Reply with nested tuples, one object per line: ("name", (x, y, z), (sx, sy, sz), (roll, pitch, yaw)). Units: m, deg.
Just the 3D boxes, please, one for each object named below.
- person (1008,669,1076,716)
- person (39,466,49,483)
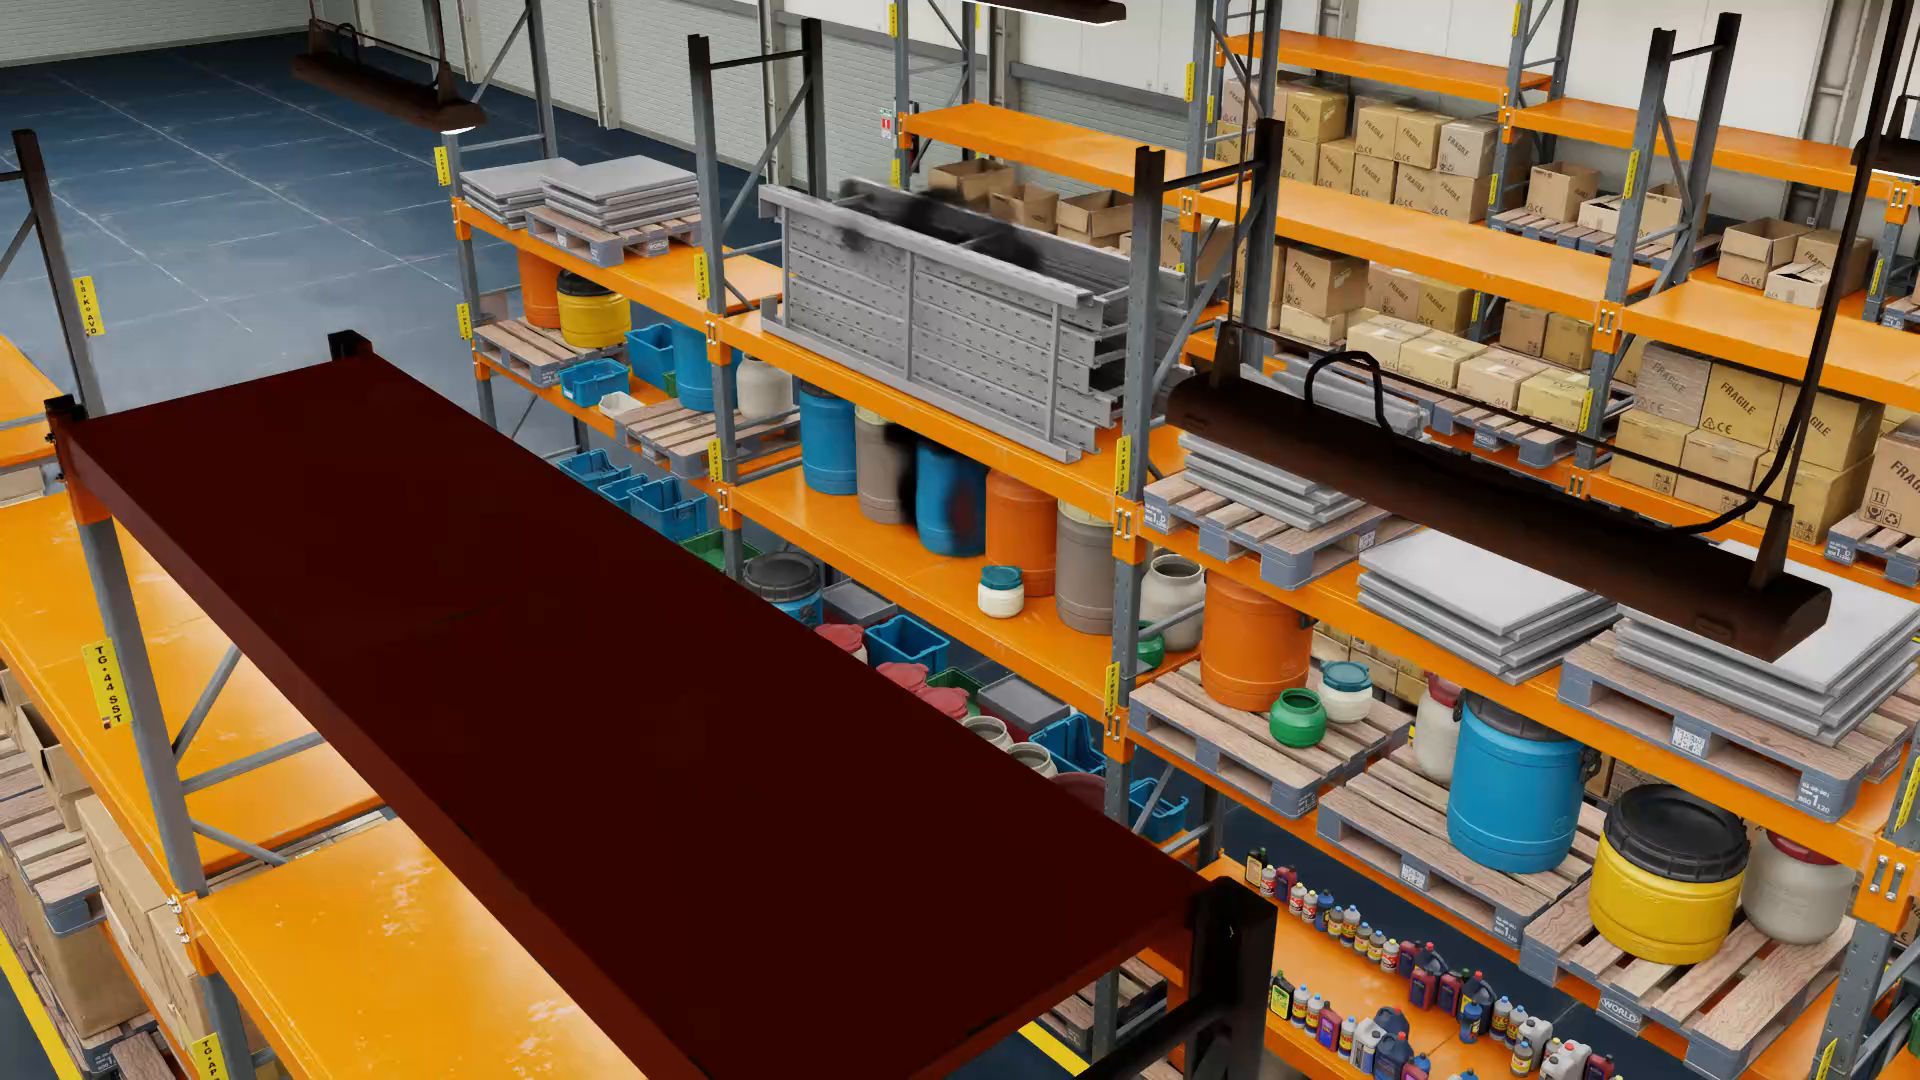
("person", (0.708, 0.924, 13.802), (0.764, 1.836, 0.630), (23, 35, 38))
("person", (-10.598, -1.333, 18.396), (0.585, 1.624, 0.586), (-8, 28, -16))
